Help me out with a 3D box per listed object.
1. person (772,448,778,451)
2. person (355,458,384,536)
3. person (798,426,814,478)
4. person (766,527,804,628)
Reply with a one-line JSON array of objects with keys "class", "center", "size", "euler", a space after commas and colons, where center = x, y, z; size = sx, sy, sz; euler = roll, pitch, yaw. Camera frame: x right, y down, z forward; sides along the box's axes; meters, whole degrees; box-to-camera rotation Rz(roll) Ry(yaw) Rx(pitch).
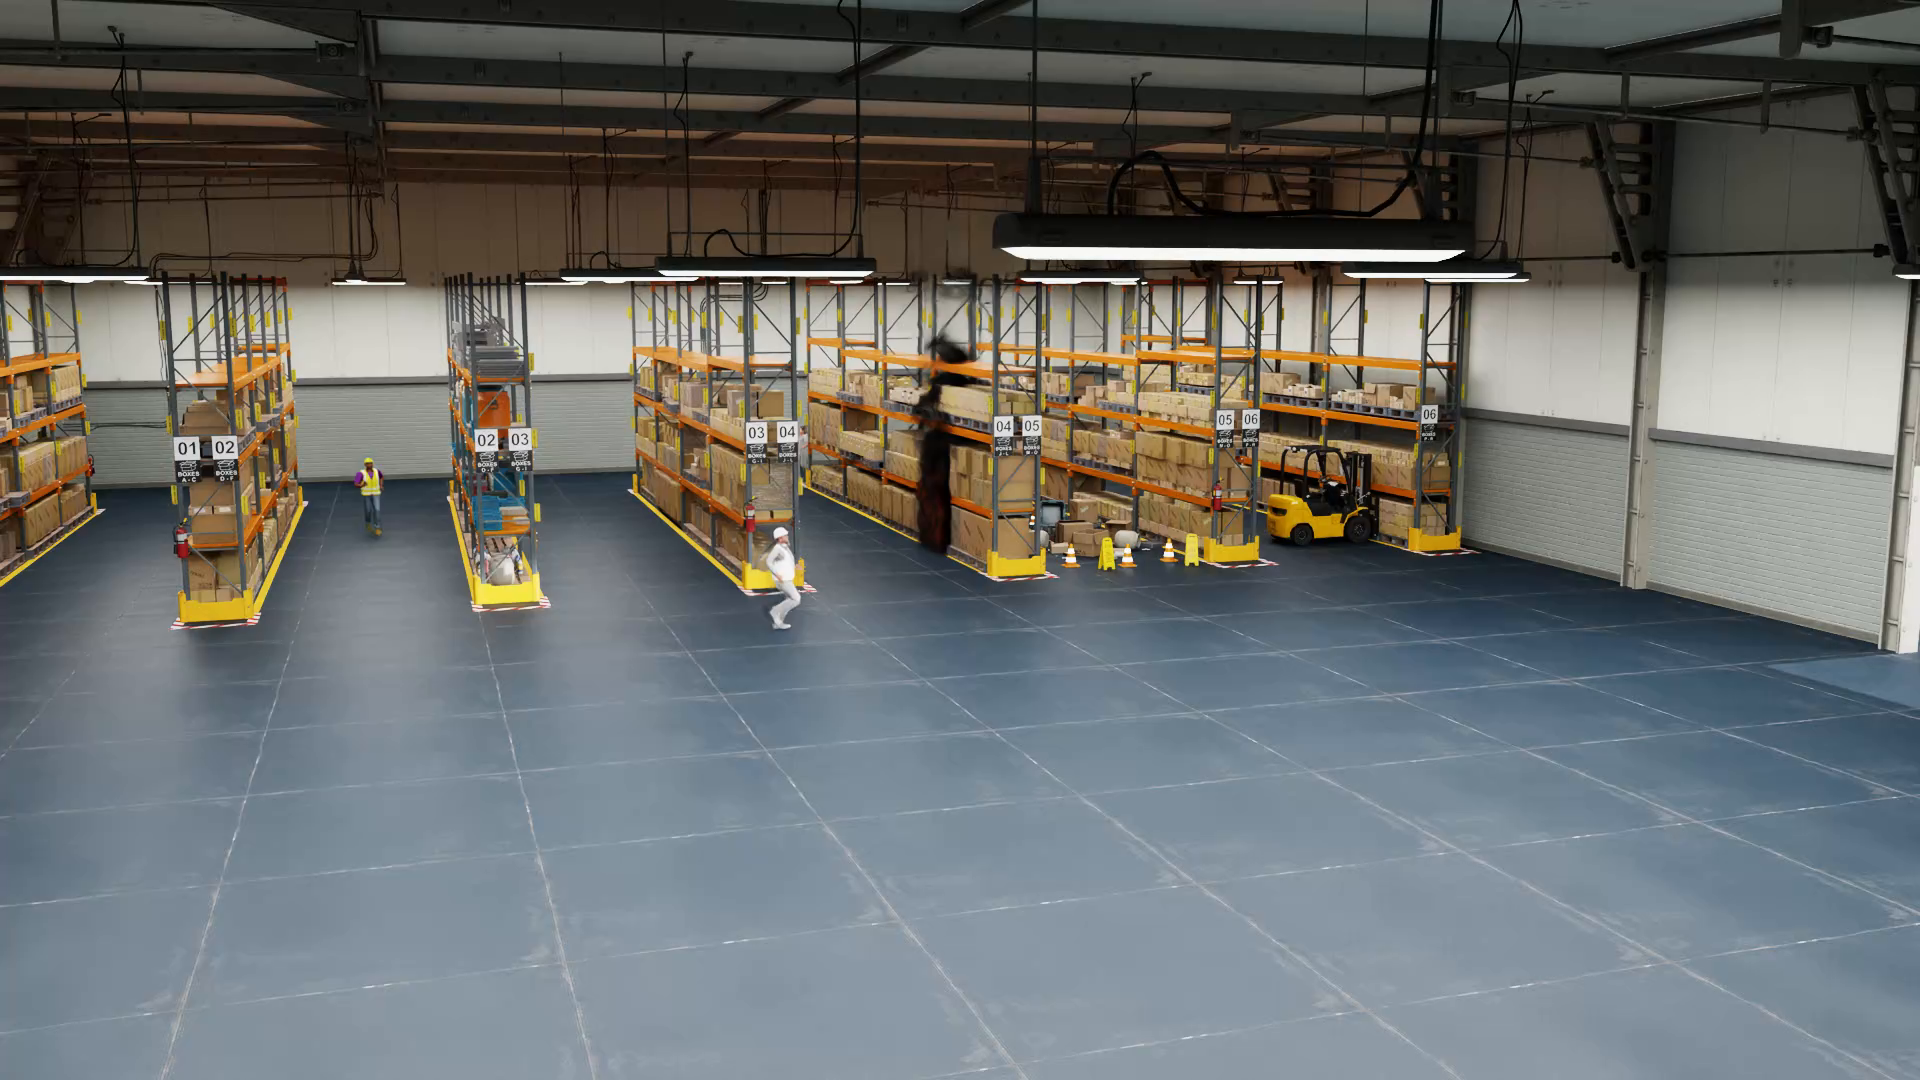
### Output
[{"class": "person", "center": [-5.597, -2.409, 48.626], "size": [0.638, 1.637, 0.598], "euler": [-6, 10, -34]}, {"class": "person", "center": [-13.791, -1.034, 38.902], "size": [0.692, 1.787, 0.918], "euler": [-5, 10, -28]}, {"class": "person", "center": [-4.676, -2.578, 49.645], "size": [0.849, 1.667, 0.585], "euler": [-7, 11, -38]}, {"class": "person", "center": [-2.924, 0.648, 28.037], "size": [0.577, 1.727, 0.644], "euler": [1, 9, 7]}]
